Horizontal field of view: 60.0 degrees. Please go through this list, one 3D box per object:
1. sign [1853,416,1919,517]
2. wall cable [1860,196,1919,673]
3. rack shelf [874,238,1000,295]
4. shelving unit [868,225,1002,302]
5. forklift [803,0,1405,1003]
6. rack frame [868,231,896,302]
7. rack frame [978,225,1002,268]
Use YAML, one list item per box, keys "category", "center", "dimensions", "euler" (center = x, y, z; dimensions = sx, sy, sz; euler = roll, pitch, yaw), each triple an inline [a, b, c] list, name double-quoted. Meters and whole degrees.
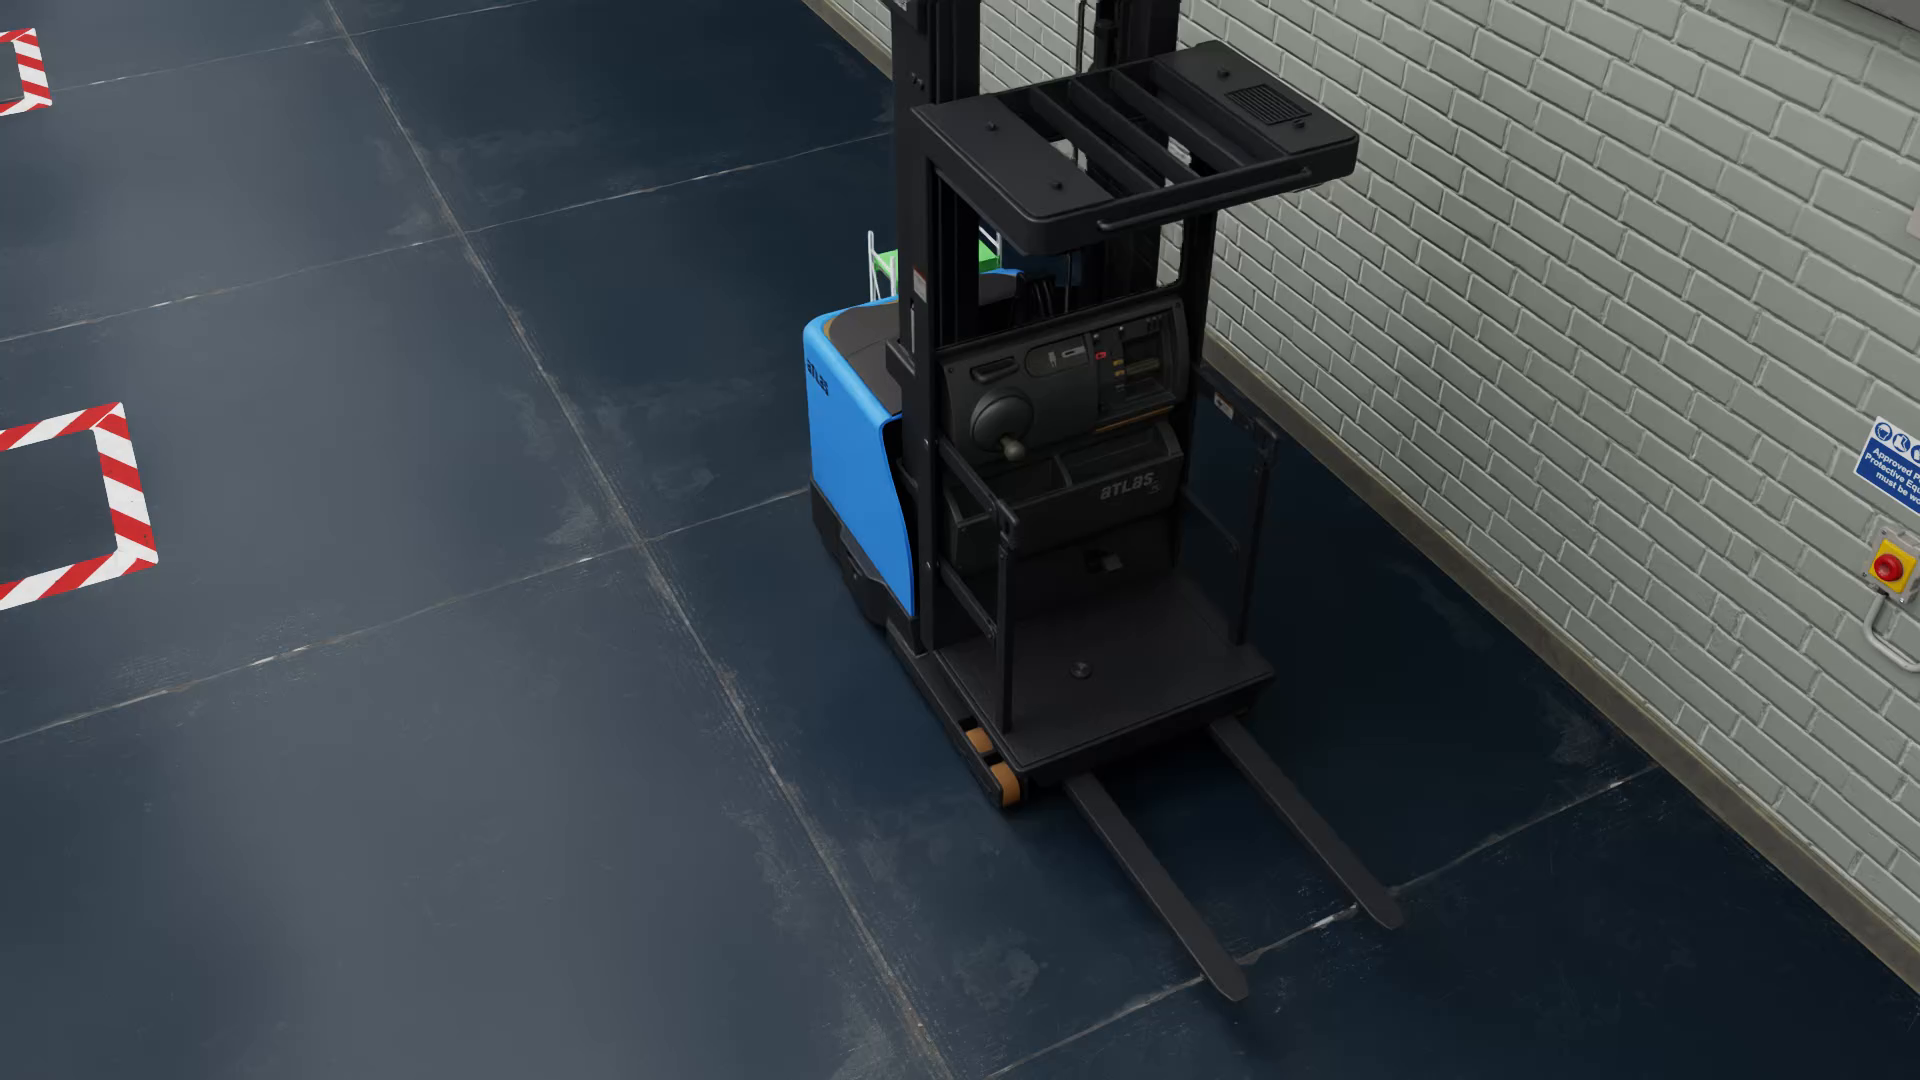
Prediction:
- category: "sign"
  center: [2.832, -0.198, 4.953]
  dimensions: [0.001, 0.218, 0.327]
  euler: [-19, 44, -21]
- category: "wall cable"
  center: [2.800, -0.449, 4.648]
  dimensions: [0.123, 1.953, 0.585]
  euler: [-19, 44, -21]
- category: "rack shelf"
  center: [-0.104, -1.145, 7.030]
  dimensions: [0.480, 0.148, 0.258]
  euler: [-18, 43, -20]
- category: "shelving unit"
  center: [-0.104, -0.827, 7.298]
  dimensions: [0.503, 1.200, 0.258]
  euler: [-18, 43, -20]
- category: "forklift"
  center: [0.472, -0.472, 5.539]
  dimensions: [1.130, 2.935, 3.031]
  euler: [-18, 43, -20]
- category: "rack frame"
  center: [-0.321, -0.756, 7.214]
  dimensions: [0.015, 1.200, 0.240]
  euler: [-18, 43, -20]
- category: "rack frame"
  center: [0.114, -0.898, 7.382]
  dimensions: [0.015, 1.200, 0.240]
  euler: [-18, 43, -20]
